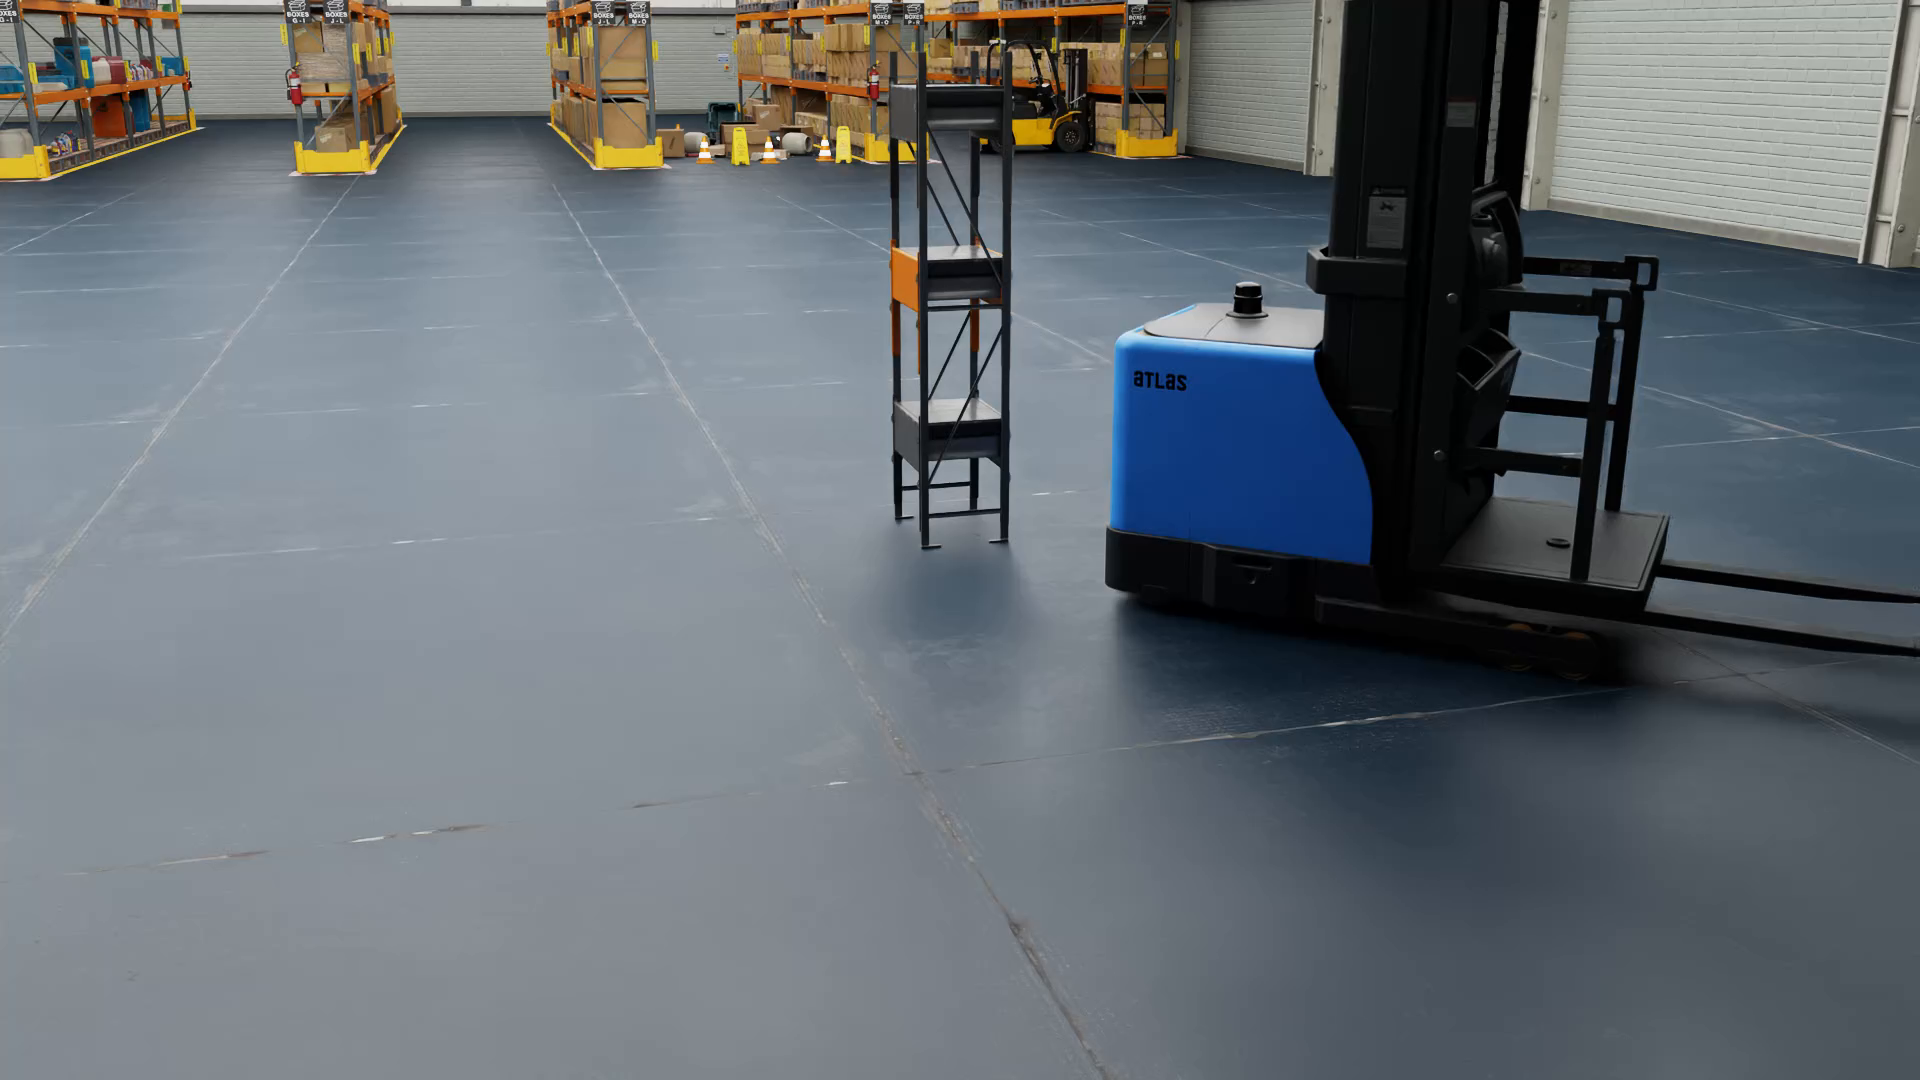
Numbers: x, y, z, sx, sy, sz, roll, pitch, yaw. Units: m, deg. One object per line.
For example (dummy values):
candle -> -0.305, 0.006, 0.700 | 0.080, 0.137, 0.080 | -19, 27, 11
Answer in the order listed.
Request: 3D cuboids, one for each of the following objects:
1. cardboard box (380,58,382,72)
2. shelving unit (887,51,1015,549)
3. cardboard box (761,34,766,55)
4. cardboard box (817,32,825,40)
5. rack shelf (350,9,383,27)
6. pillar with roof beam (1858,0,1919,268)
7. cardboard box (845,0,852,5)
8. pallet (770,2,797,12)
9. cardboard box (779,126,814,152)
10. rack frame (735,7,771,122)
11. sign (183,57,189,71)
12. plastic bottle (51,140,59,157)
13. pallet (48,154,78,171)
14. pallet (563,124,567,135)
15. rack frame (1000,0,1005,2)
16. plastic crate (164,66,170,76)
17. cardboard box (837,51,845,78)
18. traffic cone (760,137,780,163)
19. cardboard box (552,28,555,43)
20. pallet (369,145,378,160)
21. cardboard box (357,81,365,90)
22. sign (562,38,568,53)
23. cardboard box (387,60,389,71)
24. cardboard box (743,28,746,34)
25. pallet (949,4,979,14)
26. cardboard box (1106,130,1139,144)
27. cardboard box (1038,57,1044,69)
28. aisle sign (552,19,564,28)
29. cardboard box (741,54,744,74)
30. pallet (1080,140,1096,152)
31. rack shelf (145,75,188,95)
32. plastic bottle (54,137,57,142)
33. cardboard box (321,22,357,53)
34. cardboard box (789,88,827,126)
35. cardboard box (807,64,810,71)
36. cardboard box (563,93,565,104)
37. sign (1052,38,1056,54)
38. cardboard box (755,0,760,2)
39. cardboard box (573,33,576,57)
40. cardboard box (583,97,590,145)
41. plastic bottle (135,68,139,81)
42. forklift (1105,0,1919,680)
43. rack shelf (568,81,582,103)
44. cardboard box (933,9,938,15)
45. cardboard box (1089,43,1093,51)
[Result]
cardboard box -> -12.897, -10.284, 36.301 | 0.500, 0.500, 0.500 | -5, 17, -17
shelving unit -> -0.045, -1.051, 7.302 | 0.431, 2.100, 0.503 | -5, 17, -15
cardboard box -> -4.608, -12.210, 40.975 | 0.500, 0.500, 0.500 | -4, 17, -15
cardboard box -> -2.800, -10.617, 35.033 | 0.380, 0.149, 0.250 | -5, 17, -17
rack shelf -> -13.431, -11.583, 36.836 | 1.077, 0.370, 4.000 | -5, 17, -15
pillar with roof beam -> 5.100, -6.720, 14.181 | 9.100, 9.000, 0.400 | -5, 17, -15
cardboard box -> -1.986, -10.323, 31.826 | 0.380, 0.149, 0.250 | -5, 17, -16
pallet -> -3.891, -12.551, 39.134 | 1.003, 0.211, 1.213 | -4, 17, -13
cardboard box -> -3.268, -8.015, 33.262 | 0.500, 0.500, 0.500 | 7, 18, 23
rack frame -> -5.551, -12.934, 45.297 | 1.000, 3.000, 0.127 | -5, 17, -15
sign -> -19.318, -11.885, 41.522 | 0.100, 0.325, 0.005 | -5, 17, -15
plastic bottle -> -15.644, -6.764, 28.733 | 0.097, 0.271, 0.097 | 0, 17, 0
pallet -> -16.061, -6.577, 28.981 | 1.003, 0.211, 1.213 | -5, 17, -15
pallet -> -8.969, -9.858, 39.903 | 1.003, 0.211, 1.213 | -5, 17, -15
rack frame -> 1.419, -13.988, 38.377 | 1.000, 3.000, 0.127 | -5, 17, -15
plastic crate -> -19.031, -11.160, 39.577 | 0.416, 0.233, 0.300 | -5, 17, -15
cardboard box -> -2.115, -9.385, 32.790 | 0.500, 0.500, 0.500 | -5, 17, -16
traffic cone -> -3.487, -7.129, 30.380 | 0.336, 0.463, 0.334 | -5, 17, -15
cardboard box -> -9.720, -12.329, 40.853 | 0.500, 0.500, 0.500 | -5, 18, -17
pallet -> -11.564, -7.313, 31.431 | 1.003, 0.211, 1.213 | -5, 17, -15
cardboard box -> -10.851, -8.125, 29.724 | 0.380, 0.149, 0.250 | -5, 17, -15
sign -> -8.604, -10.773, 36.228 | 0.100, 0.325, 0.005 | -5, 17, -15
cardboard box -> -13.990, -11.404, 39.945 | 0.500, 0.250, 0.500 | -5, 17, -16
cardboard box -> -5.529, -13.432, 43.916 | 0.380, 0.149, 0.250 | -5, 18, -17
pallet -> 0.431, -13.382, 41.900 | 1.213, 0.211, 1.003 | -5, 17, -15
cardboard box -> 3.184, -7.891, 32.558 | 0.500, 0.250, 0.500 | -5, 17, -15
cardboard box -> 1.989, -10.433, 36.363 | 0.500, 0.250, 0.500 | -5, 17, -17
aisle sign -> -10.592, -13.756, 43.516 | 0.394, 0.787, 0.004 | -5, 17, -15
cardboard box -> -5.530, -12.689, 44.307 | 0.500, 0.500, 0.500 | -5, 17, -16
pallet -> 3.035, -8.112, 34.089 | 1.003, 0.211, 1.213 | -5, 17, -15
rack shelf -> -19.293, -10.861, 39.647 | 1.077, 0.370, 4.000 | -5, 17, -15
plastic bottle -> -16.010, -6.998, 29.492 | 0.061, 0.283, 0.133 | -5, 17, -15
cardboard box -> -10.572, -8.568, 28.333 | 0.500, 0.500, 0.500 | -5, 17, -15
cardboard box -> -3.463, -10.103, 38.834 | 0.875, 0.875, 0.875 | -5, 17, -16
cardboard box -> -3.169, -10.399, 36.565 | 0.380, 0.149, 0.250 | -4, 17, -12
cardboard box -> -9.086, -10.399, 39.170 | 0.500, 0.250, 0.500 | -4, 17, -14
sign -> 1.999, -10.479, 35.250 | 0.100, 0.325, 0.005 | -5, 17, -15
cardboard box -> -4.935, -13.600, 41.631 | 0.396, 0.266, 0.258 | -4, 17, -13
cardboard box -> -7.971, -10.704, 35.960 | 0.700, 0.500, 0.500 | -5, 17, -16
cardboard box -> -6.880, -8.200, 32.499 | 0.875, 0.875, 0.875 | -4, 17, -14
plastic bottle -> -17.877, -10.111, 36.102 | 0.061, 0.283, 0.133 | -5, 17, -15
forklift -> 2.129, -1.087, 5.976 | 3.031, 2.935, 1.130 | 8, 19, 26
rack shelf -> -7.535, -9.404, 34.796 | 1.077, 0.370, 4.000 | -5, 17, -15
cardboard box -> -0.515, -14.037, 44.192 | 0.380, 0.149, 0.250 | -4, 17, -14
cardboard box -> 2.836, -9.980, 33.645 | 0.380, 0.149, 0.250 | -5, 17, -15
